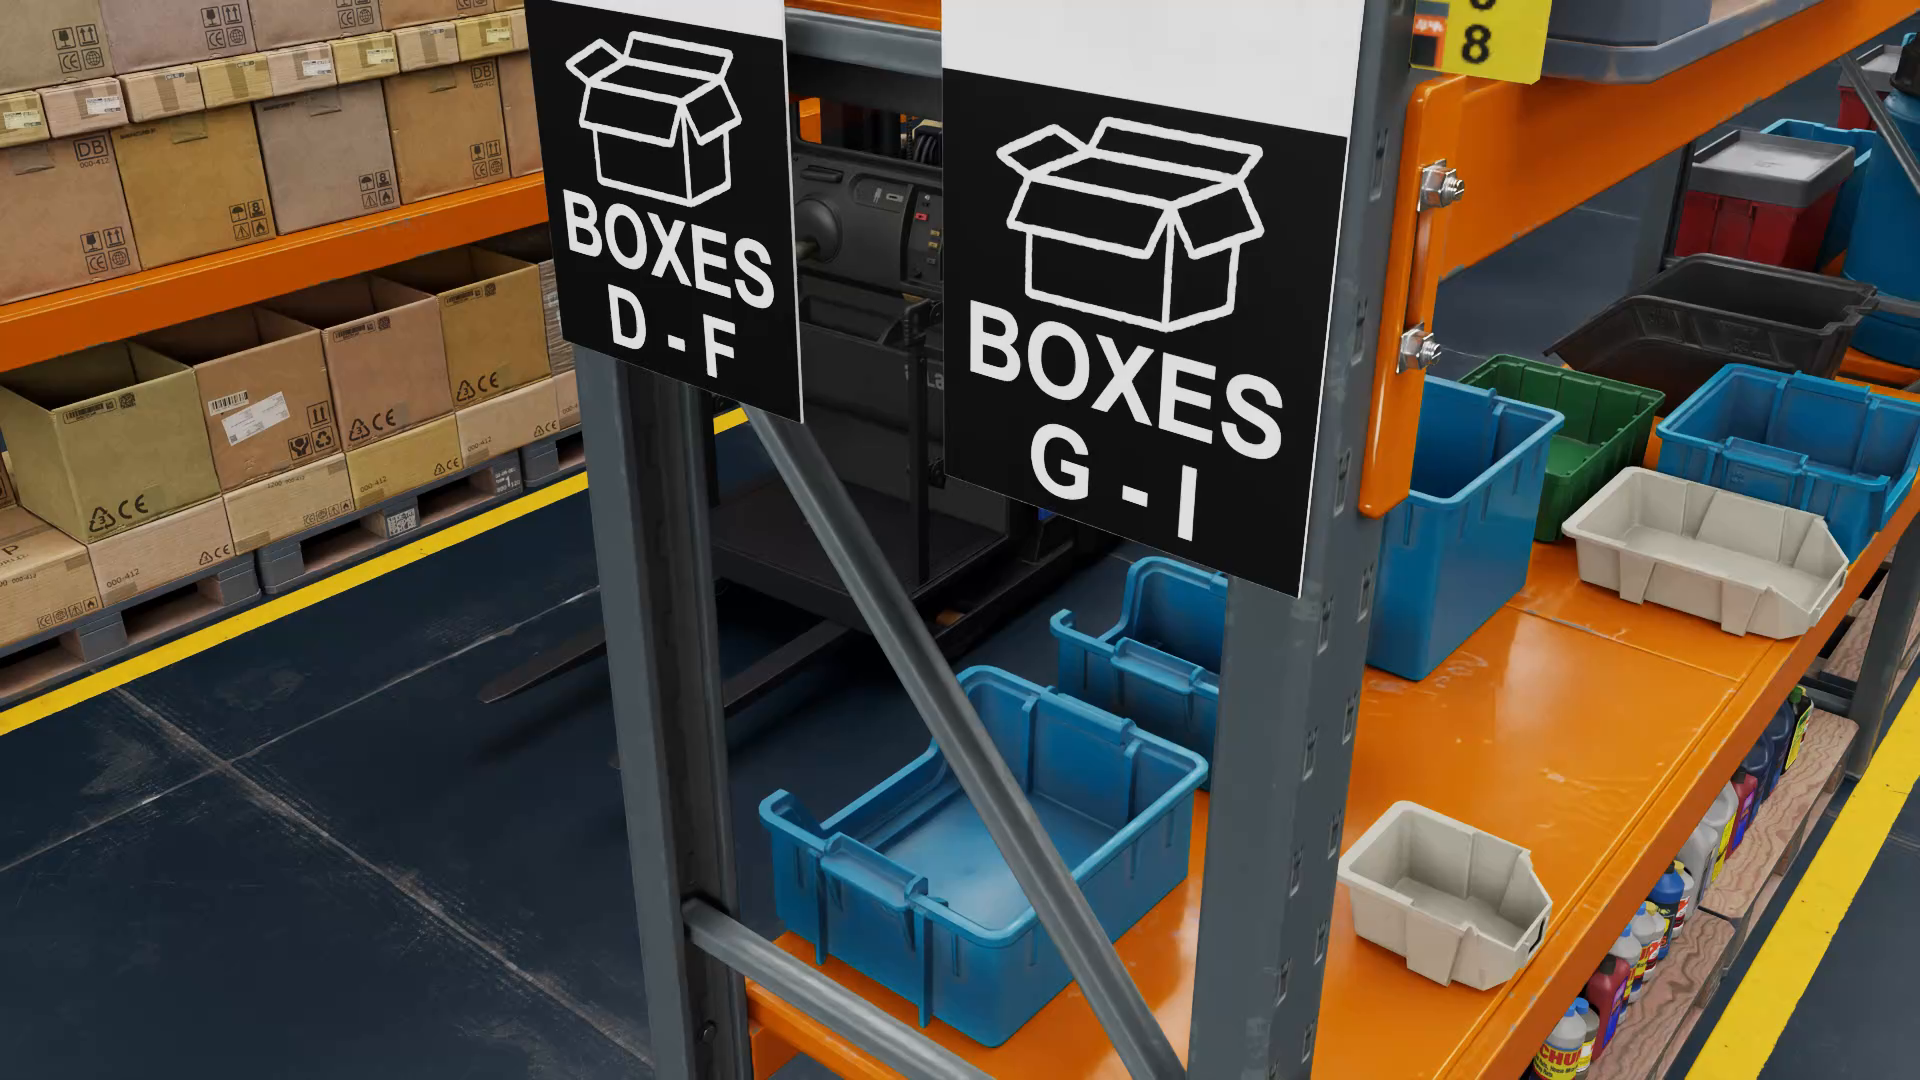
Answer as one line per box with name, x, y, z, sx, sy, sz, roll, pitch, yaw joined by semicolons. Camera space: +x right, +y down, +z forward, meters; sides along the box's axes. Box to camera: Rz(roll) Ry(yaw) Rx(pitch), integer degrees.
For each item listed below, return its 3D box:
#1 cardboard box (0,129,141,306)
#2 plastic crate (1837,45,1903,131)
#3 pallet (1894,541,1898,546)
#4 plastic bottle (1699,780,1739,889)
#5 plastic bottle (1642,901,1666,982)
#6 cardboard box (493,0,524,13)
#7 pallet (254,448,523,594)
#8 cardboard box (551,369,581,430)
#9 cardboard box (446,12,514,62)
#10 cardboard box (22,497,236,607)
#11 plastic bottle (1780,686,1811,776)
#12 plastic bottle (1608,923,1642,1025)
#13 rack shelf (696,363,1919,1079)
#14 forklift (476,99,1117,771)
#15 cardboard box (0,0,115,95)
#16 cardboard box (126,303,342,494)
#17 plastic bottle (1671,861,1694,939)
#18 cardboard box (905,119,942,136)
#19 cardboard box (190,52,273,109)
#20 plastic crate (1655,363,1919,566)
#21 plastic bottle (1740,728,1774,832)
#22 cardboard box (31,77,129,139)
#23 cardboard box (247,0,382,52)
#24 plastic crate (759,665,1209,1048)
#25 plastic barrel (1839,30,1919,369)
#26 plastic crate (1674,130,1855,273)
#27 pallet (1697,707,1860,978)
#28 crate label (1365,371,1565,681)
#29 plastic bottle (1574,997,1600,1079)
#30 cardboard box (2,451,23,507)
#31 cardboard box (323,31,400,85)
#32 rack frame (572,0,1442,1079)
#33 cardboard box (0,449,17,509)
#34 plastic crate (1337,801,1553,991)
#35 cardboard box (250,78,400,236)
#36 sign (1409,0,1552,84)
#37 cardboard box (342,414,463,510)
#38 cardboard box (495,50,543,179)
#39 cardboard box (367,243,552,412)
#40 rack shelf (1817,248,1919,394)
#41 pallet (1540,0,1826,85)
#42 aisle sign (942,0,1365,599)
cardboard box;-3.226;-1.157;5.613;0.700;0.500;0.500;22;34;36
plastic crate;3.782;-1.696;6.693;0.402;0.464;0.583;21;34;34
pallet;3.747;-0.218;6.942;1.003;0.211;1.213;21;34;34
plastic bottle;1.987;0.744;4.452;0.144;0.351;0.185;21;34;34
plastic bottle;1.695;0.989;4.140;0.097;0.201;0.097;0;27;0
cardboard box;-1.916;-2.463;6.727;0.700;0.500;0.500;21;34;34
pallet;-2.632;-0.239;6.982;1.003;0.211;1.213;21;34;34
cardboard box;-1.770;-0.744;7.459;0.500;0.250;0.500;21;34;34
cardboard box;-1.975;-1.995;6.527;0.380;0.149;0.250;21;34;34
cardboard box;-3.035;-0.032;6.083;0.500;0.250;0.500;21;34;34
plastic bottle;2.450;0.546;4.908;0.061;0.283;0.133;23;35;37
plastic bottle;1.569;1.029;3.987;0.097;0.271;0.097;0;27;0
rack shelf;1.229;0.296;3.696;1.077;0.370;4.000;21;34;34
forklift;-0.375;-1.070;5.628;1.130;2.935;3.031;19;33;32
cardboard box;-3.192;-1.753;5.352;0.700;0.500;0.500;20;33;33
cardboard box;-2.725;-0.546;6.259;0.500;0.500;0.500;21;34;34
plastic bottle;1.826;0.916;4.281;0.097;0.201;0.097;0;27;0
cardboard box;0.012;-2.345;9.944;0.500;0.311;0.500;20;33;33
cardboard box;-2.629;-1.629;5.820;0.380;0.149;0.250;20;34;34
plastic crate;2.007;-0.195;4.024;0.499;0.251;0.616;21;34;34
plastic bottle;2.192;0.629;4.673;0.144;0.351;0.185;19;33;32
cardboard box;-2.959;-1.443;5.460;0.380;0.149;0.250;20;34;34
cardboard box;-2.553;-2.109;6.042;0.700;0.500;0.500;21;34;34
plastic crate;0.045;0.487;2.706;0.499;0.251;0.616;21;34;34
plastic barrel;2.981;-1.004;4.880;0.600;0.901;0.708;21;34;34
plastic crate;2.573;-1.022;5.391;0.402;0.464;0.583;21;34;34
pallet;2.042;0.732;5.105;1.003;0.211;1.213;21;34;34
crate label;0.919;-0.062;3.566;0.502;0.435;0.616;21;34;34
plastic bottle;1.417;1.145;3.839;0.097;0.201;0.097;0;27;0
cardboard box;-3.441;-0.186;6.380;0.500;0.250;0.500;21;34;34
cardboard box;-2.302;-1.810;6.170;0.380;0.149;0.250;22;35;36
rack frame;-0.040;0.687;2.158;0.949;2.616;0.053;21;34;34
cardboard box;-3.751;-0.339;5.860;0.500;0.500;0.500;21;34;34
plastic crate;0.775;0.580;2.652;0.298;0.136;0.250;21;34;34
cardboard box;-2.573;-1.519;6.313;0.700;0.500;0.500;22;35;36
sign;0.379;-0.488;1.155;0.100;0.325;0.005;21;34;34
cardboard box;-2.395;-0.385;6.765;0.500;0.250;0.500;21;34;34
cardboard box;-1.926;-1.878;7.007;0.700;0.500;0.500;20;34;34
cardboard box;-2.087;-0.899;6.943;0.500;0.500;0.500;21;34;34
rack shelf;3.773;-1.122;6.437;1.077;0.370;4.000;21;34;34
pallet;0.559;-0.827;2.026;1.003;0.211;1.213;21;34;34
aisle sign;0.137;-0.358;1.348;0.394;0.787;0.004;21;34;34
